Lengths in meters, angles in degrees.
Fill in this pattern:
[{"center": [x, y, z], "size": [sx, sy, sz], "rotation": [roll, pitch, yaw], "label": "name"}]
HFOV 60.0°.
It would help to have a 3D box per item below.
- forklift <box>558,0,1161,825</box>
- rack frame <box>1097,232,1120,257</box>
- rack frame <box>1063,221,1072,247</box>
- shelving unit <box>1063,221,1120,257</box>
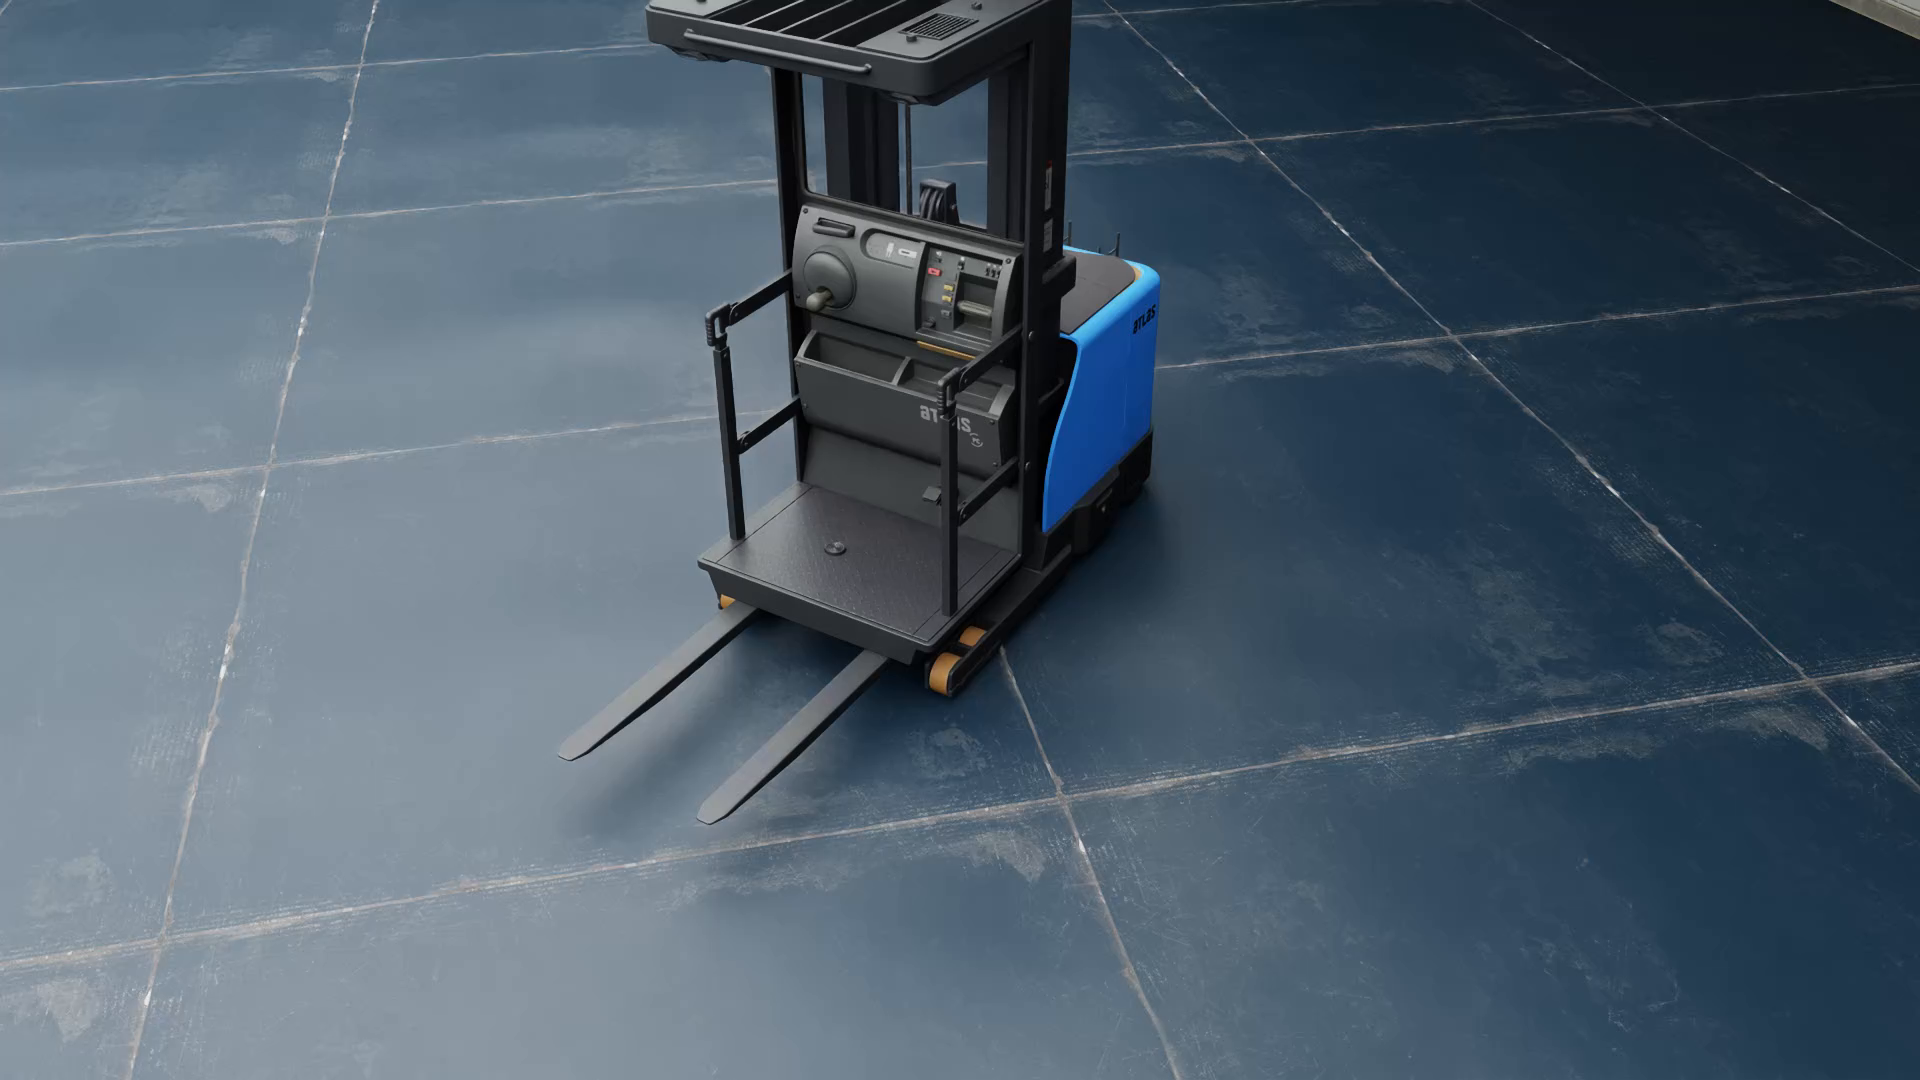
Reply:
[{"center": [-0.325, -0.916, 5.985], "size": [1.130, 2.935, 3.031], "rotation": [19, 38, 25], "label": "forklift"}, {"center": [0.657, -0.888, 7.631], "size": [0.008, 1.050, 0.200], "rotation": [19, 38, 26], "label": "rack frame"}, {"center": [0.450, -0.960, 7.738], "size": [0.008, 1.050, 0.200], "rotation": [19, 38, 26], "label": "rack frame"}, {"center": [0.553, -0.924, 7.684], "size": [0.252, 1.050, 0.215], "rotation": [19, 38, 26], "label": "shelving unit"}]
